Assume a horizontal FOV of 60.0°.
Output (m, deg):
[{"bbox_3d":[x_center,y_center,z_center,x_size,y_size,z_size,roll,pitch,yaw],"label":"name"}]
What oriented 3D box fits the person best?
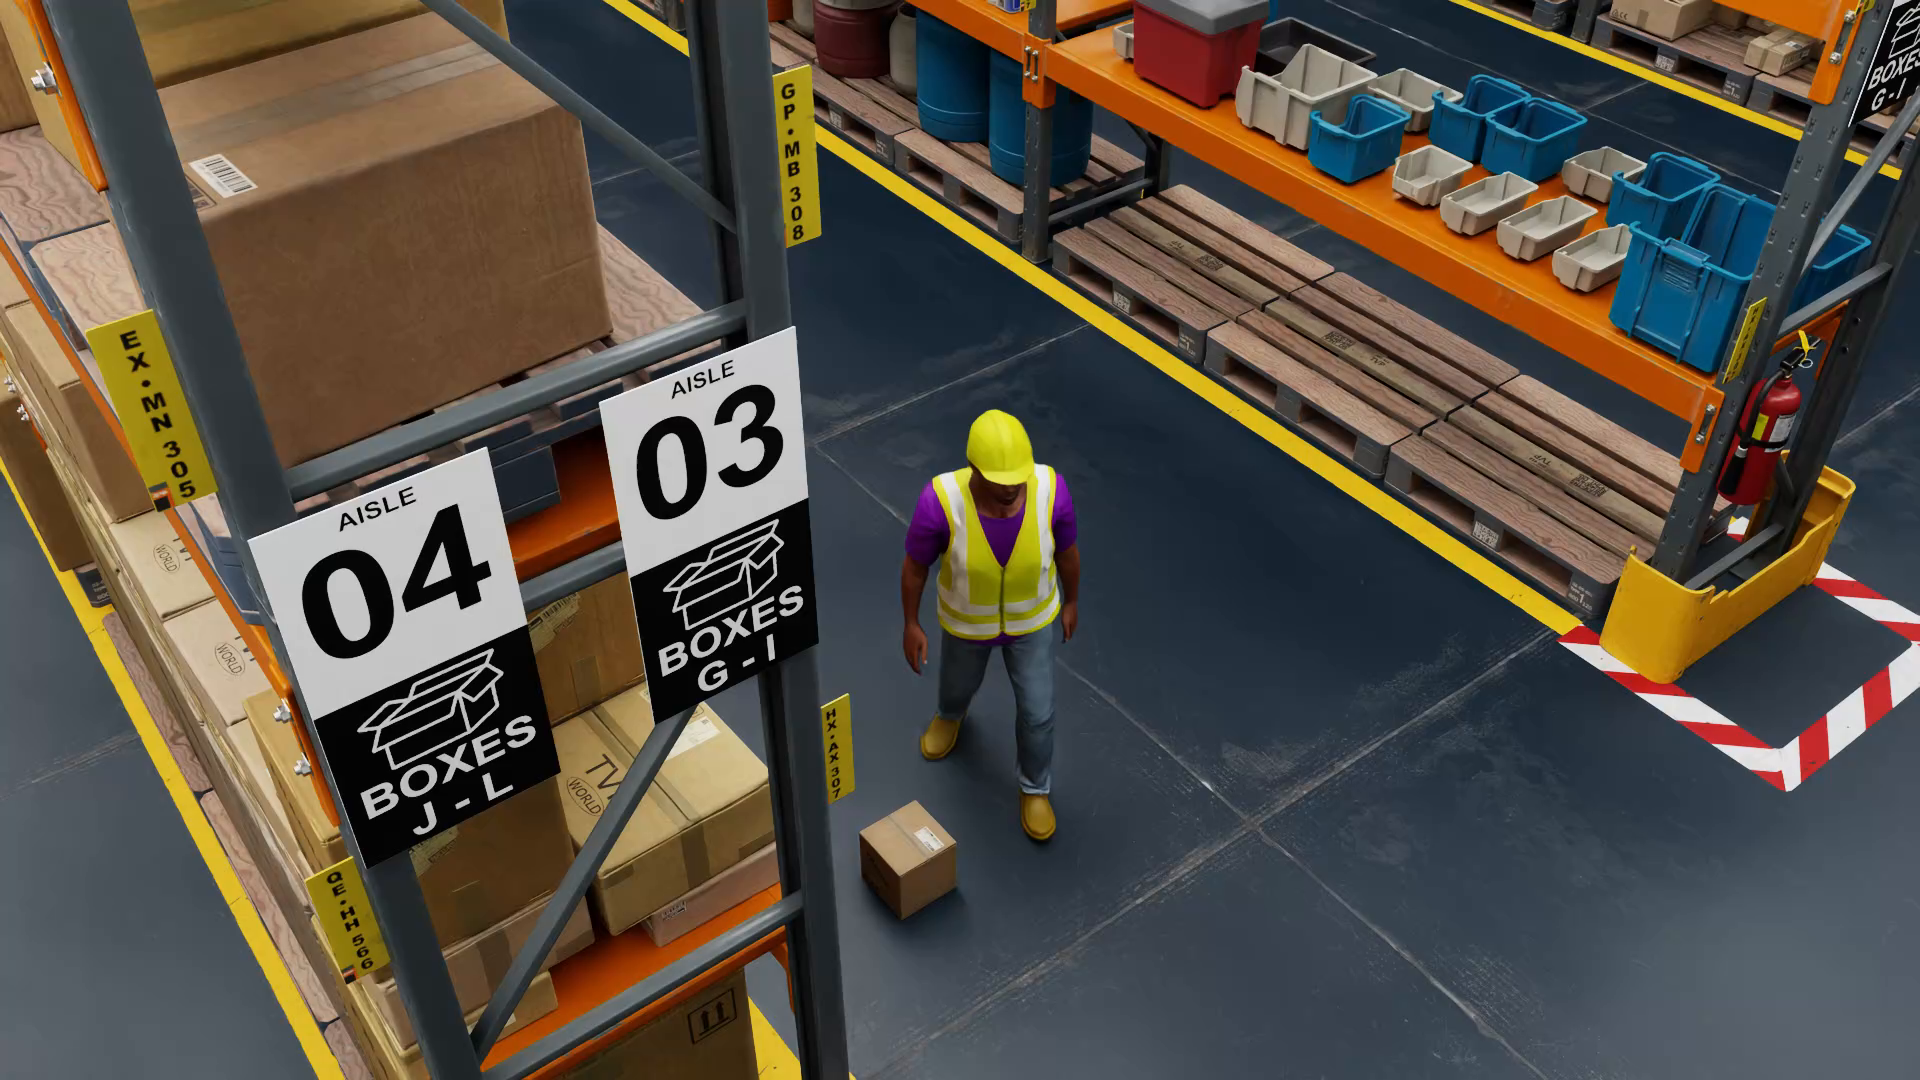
[{"bbox_3d":[0.108,0.245,5.856,0.637,1.754,0.738,-4,40,-5],"label":"person"}]
